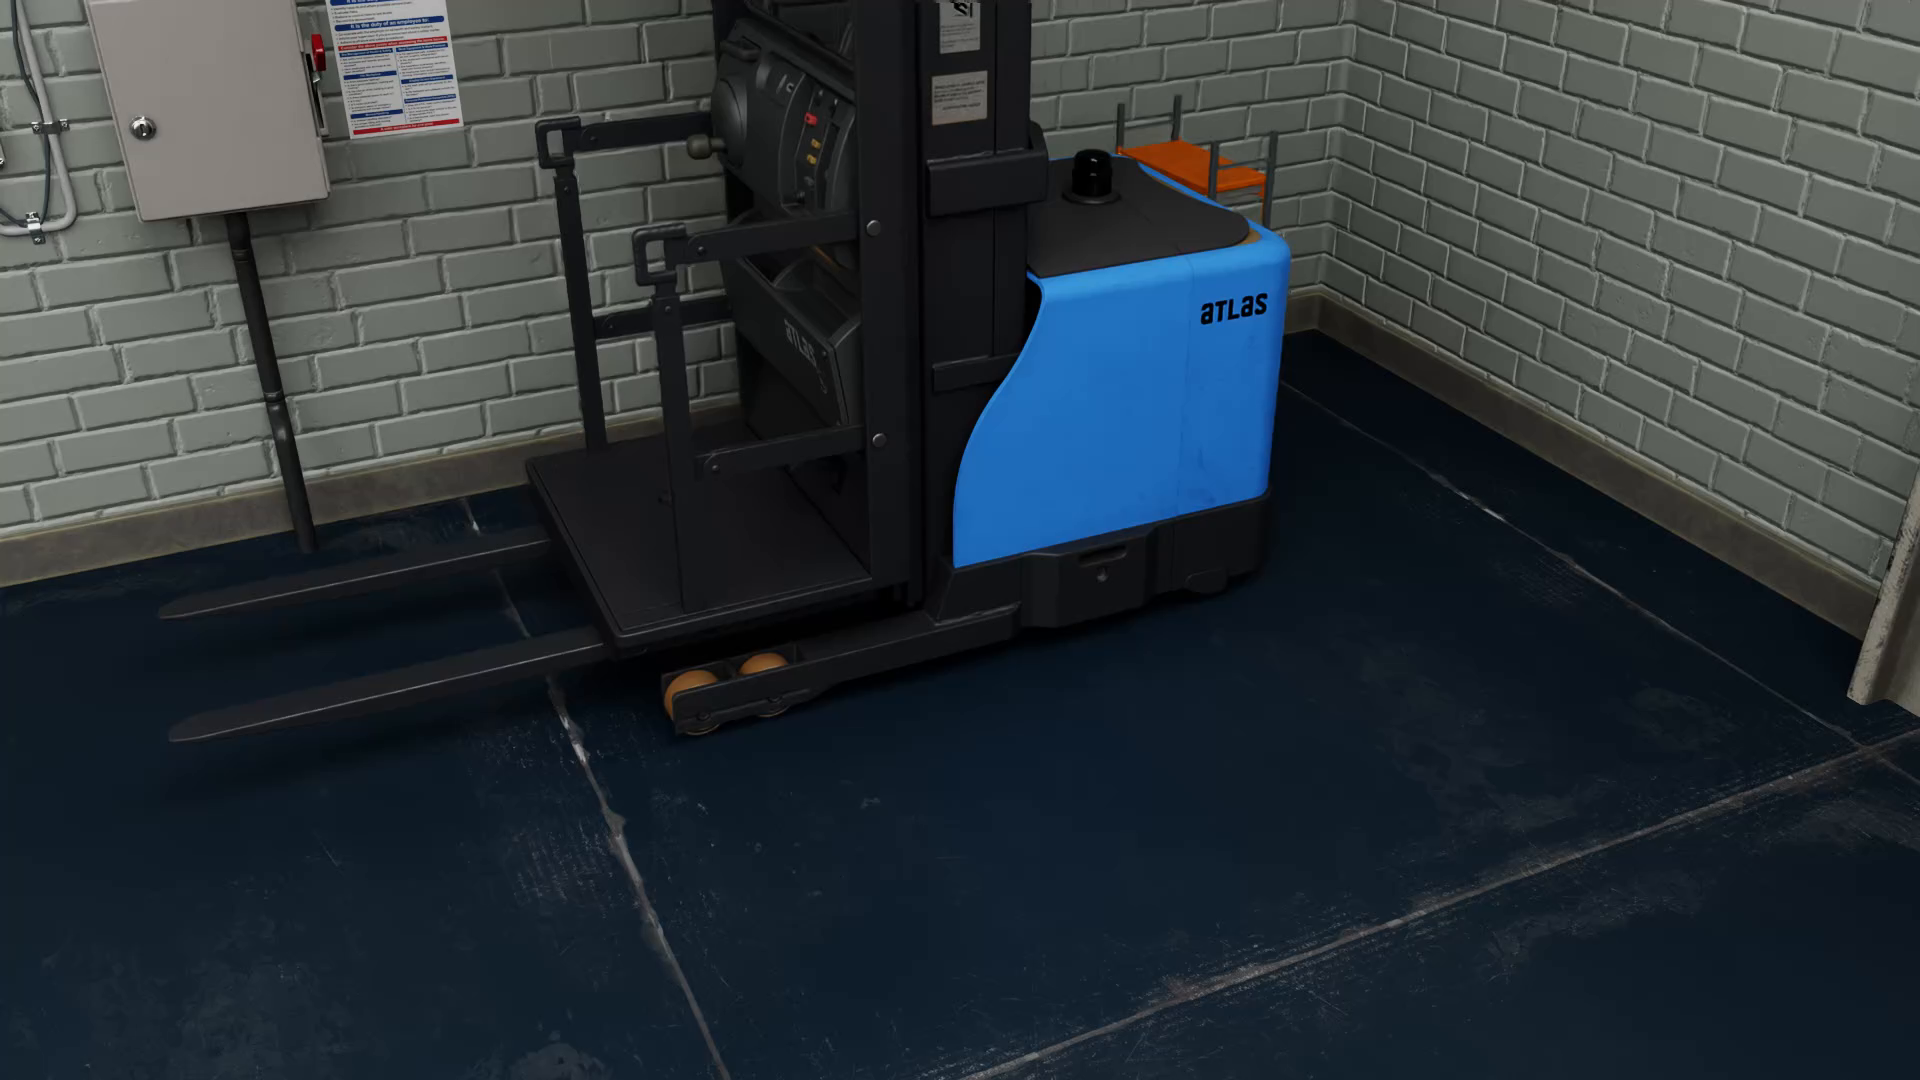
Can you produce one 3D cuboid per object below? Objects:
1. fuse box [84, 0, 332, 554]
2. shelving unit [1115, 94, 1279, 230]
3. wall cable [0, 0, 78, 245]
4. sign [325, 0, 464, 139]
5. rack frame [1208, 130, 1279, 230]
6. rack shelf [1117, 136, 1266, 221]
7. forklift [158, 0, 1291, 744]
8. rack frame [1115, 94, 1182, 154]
[{"bbox_3d":[-2.000,-0.711,4.768,0.539,1.711,0.414,-13,32,-22],"label":"fuse box"},{"bbox_3d":[0.727,-0.778,5.411,0.258,1.200,0.503,-15,33,-25],"label":"shelving unit"},{"bbox_3d":[-2.684,-1.642,4.073,0.588,1.984,0.122,-13,32,-22],"label":"wall cable"},{"bbox_3d":[-1.642,-1.427,4.824,0.329,0.494,0.001,-13,32,-22],"label":"sign"},{"bbox_3d":[0.847,-0.674,5.226,0.240,1.200,0.015,-15,33,-25],"label":"rack frame"},{"bbox_3d":[0.727,-1.121,5.219,0.258,0.148,0.480,-15,33,-25],"label":"rack shelf"},{"bbox_3d":[-0.639,-1.064,4.150,3.031,2.935,1.130,-13,32,-21],"label":"forklift"},{"bbox_3d":[0.606,-0.882,5.596,0.240,1.200,0.015,-15,33,-25],"label":"rack frame"}]
